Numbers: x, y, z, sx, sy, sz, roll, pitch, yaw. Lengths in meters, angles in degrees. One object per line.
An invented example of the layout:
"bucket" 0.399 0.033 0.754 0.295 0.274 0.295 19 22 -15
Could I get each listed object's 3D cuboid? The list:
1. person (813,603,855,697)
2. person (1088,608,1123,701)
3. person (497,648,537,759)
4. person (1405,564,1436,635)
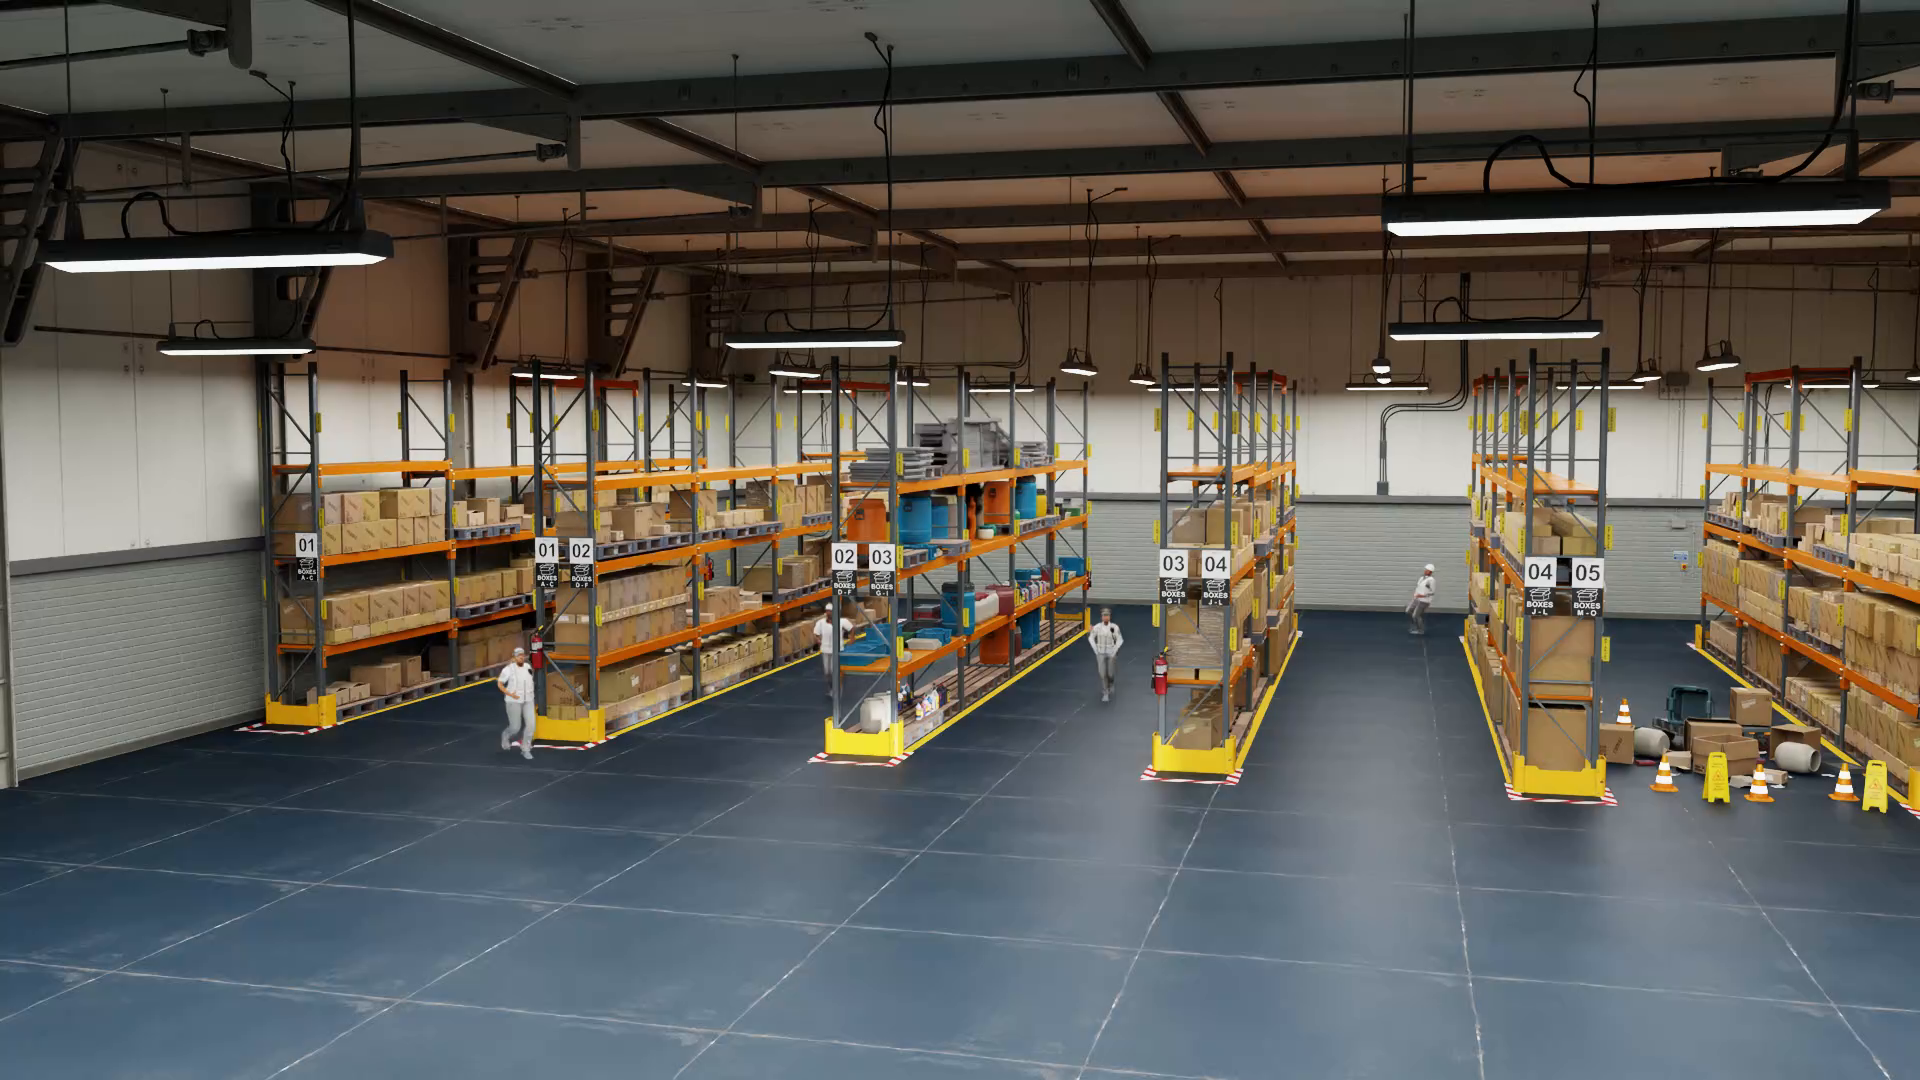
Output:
"person" -2.293 2.040 29.882 0.721 1.821 0.729 1 4 11
"person" 2.637 2.054 30.150 0.628 1.673 0.586 0 4 7
"person" -6.637 2.444 24.974 0.618 1.664 0.671 -4 5 -41
"person" 10.825 1.398 39.153 0.568 1.691 0.766 -1 4 -9
